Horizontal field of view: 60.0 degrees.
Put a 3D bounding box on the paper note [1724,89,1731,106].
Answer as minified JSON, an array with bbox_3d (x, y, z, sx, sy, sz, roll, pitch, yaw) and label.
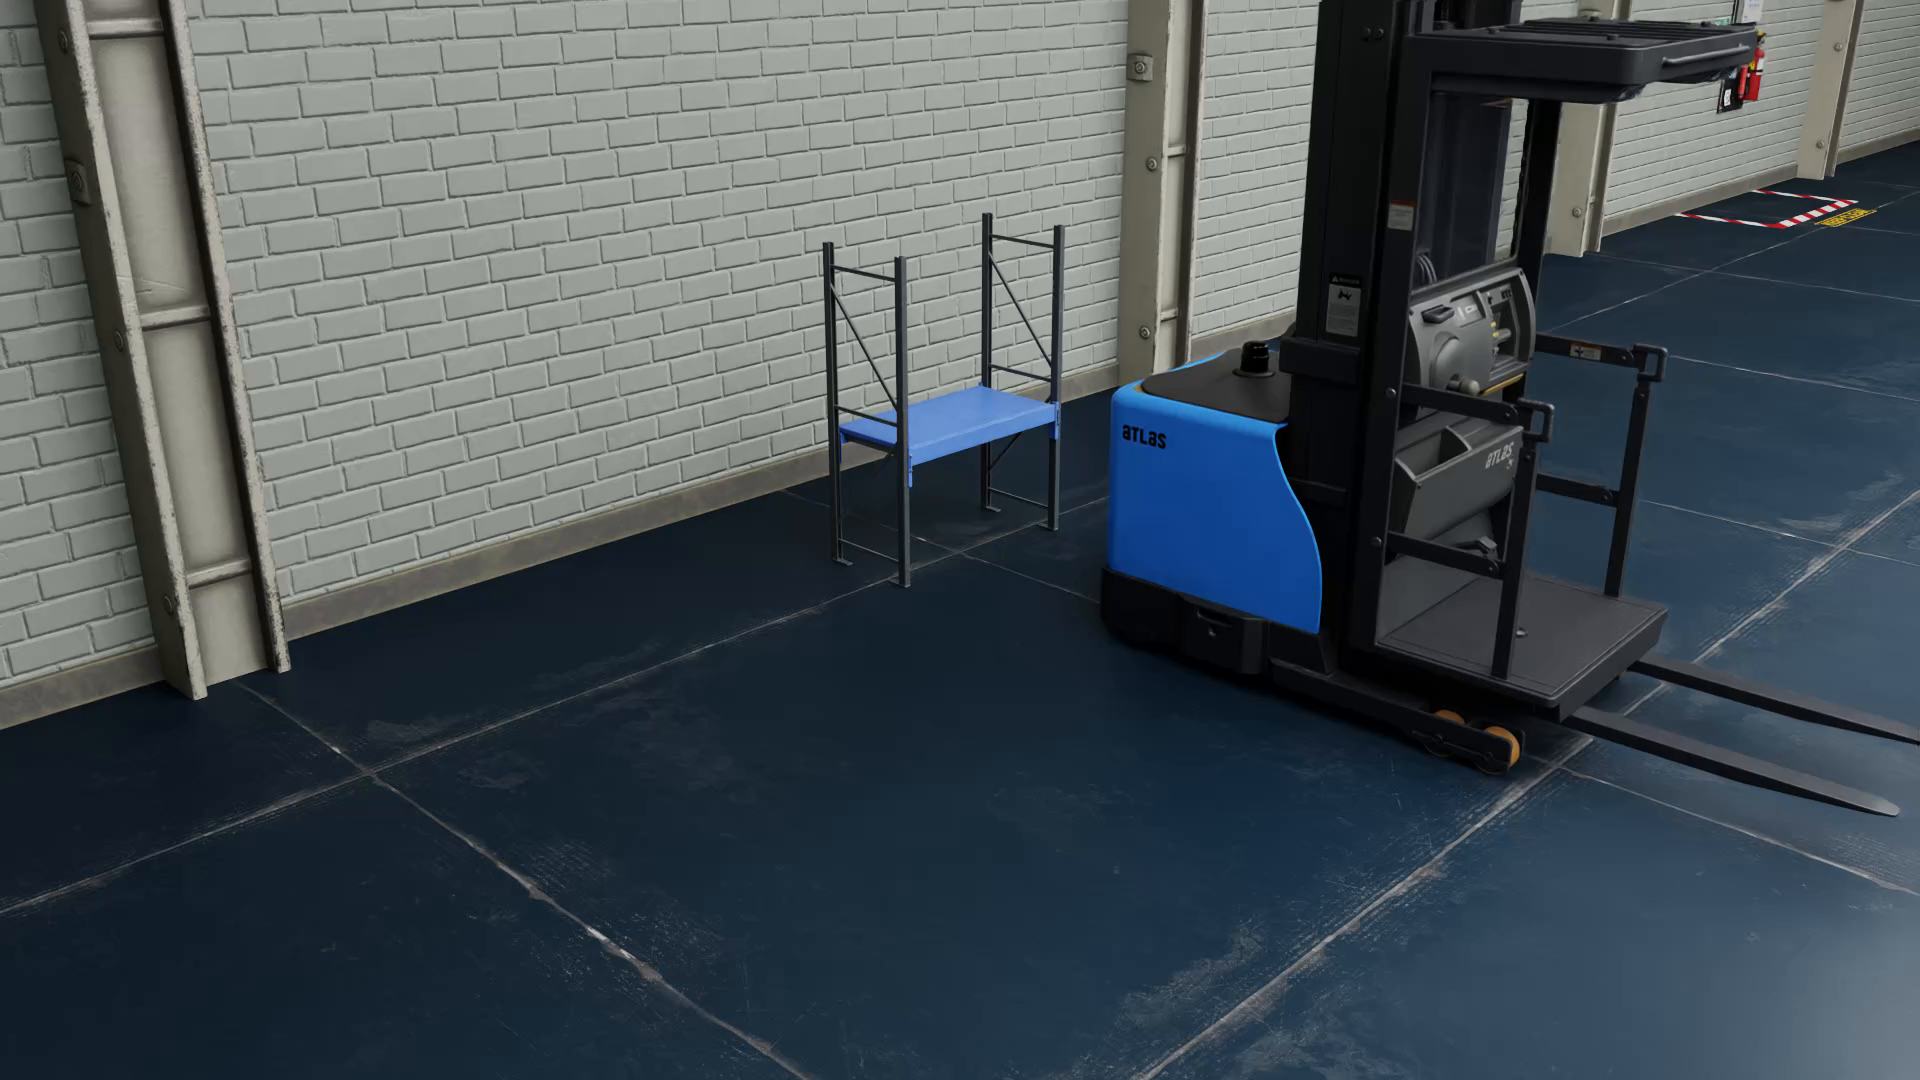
[{"bbox_3d":[7.686,-4.428,16.642,0.016,0.148,0.142,19,28,41],"label":"paper note"}]

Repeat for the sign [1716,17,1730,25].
[{"bbox_3d":[7.408,-5.014,16.151,0.001,0.109,0.331,19,28,41],"label":"sign"}]

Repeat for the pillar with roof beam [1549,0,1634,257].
[{"bbox_3d":[8.509,-5.674,10.293,9.100,9.000,0.400,19,28,41],"label":"pillar with roof beam"}]

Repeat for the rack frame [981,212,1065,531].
[{"bbox_3d":[0.295,-0.809,8.088,0.500,1.500,0.032,19,28,41],"label":"rack frame"}]

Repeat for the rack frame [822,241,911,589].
[{"bbox_3d":[-0.414,-0.547,7.408,0.500,1.500,0.032,19,28,41],"label":"rack frame"}]

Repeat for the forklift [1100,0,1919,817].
[{"bbox_3d":[2.026,-0.747,5.934,3.031,2.935,1.130,18,27,39],"label":"forklift"}]

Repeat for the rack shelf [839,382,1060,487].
[{"bbox_3d":[-0.060,-0.510,7.813,0.538,0.185,1.000,19,28,41],"label":"rack shelf"}]

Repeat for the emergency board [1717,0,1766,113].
[{"bbox_3d":[7.859,-4.868,16.558,0.194,1.169,0.643,19,28,41],"label":"emergency board"}]

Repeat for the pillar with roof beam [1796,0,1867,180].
[{"bbox_3d":[12.694,-7.216,14.306,9.100,9.000,0.400,19,28,41],"label":"pillar with roof beam"}]

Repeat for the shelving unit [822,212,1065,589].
[{"bbox_3d":[-0.060,-0.678,7.748,0.538,1.500,1.048,19,28,41],"label":"shelving unit"}]

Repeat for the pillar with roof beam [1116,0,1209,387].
[{"bbox_3d":[4.323,-4.131,6.280,9.100,9.000,0.400,19,28,41],"label":"pillar with roof beam"}]

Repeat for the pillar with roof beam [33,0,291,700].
[{"bbox_3d":[0.137,-2.589,2.268,9.100,9.000,0.400,19,28,41],"label":"pillar with roof beam"}]
